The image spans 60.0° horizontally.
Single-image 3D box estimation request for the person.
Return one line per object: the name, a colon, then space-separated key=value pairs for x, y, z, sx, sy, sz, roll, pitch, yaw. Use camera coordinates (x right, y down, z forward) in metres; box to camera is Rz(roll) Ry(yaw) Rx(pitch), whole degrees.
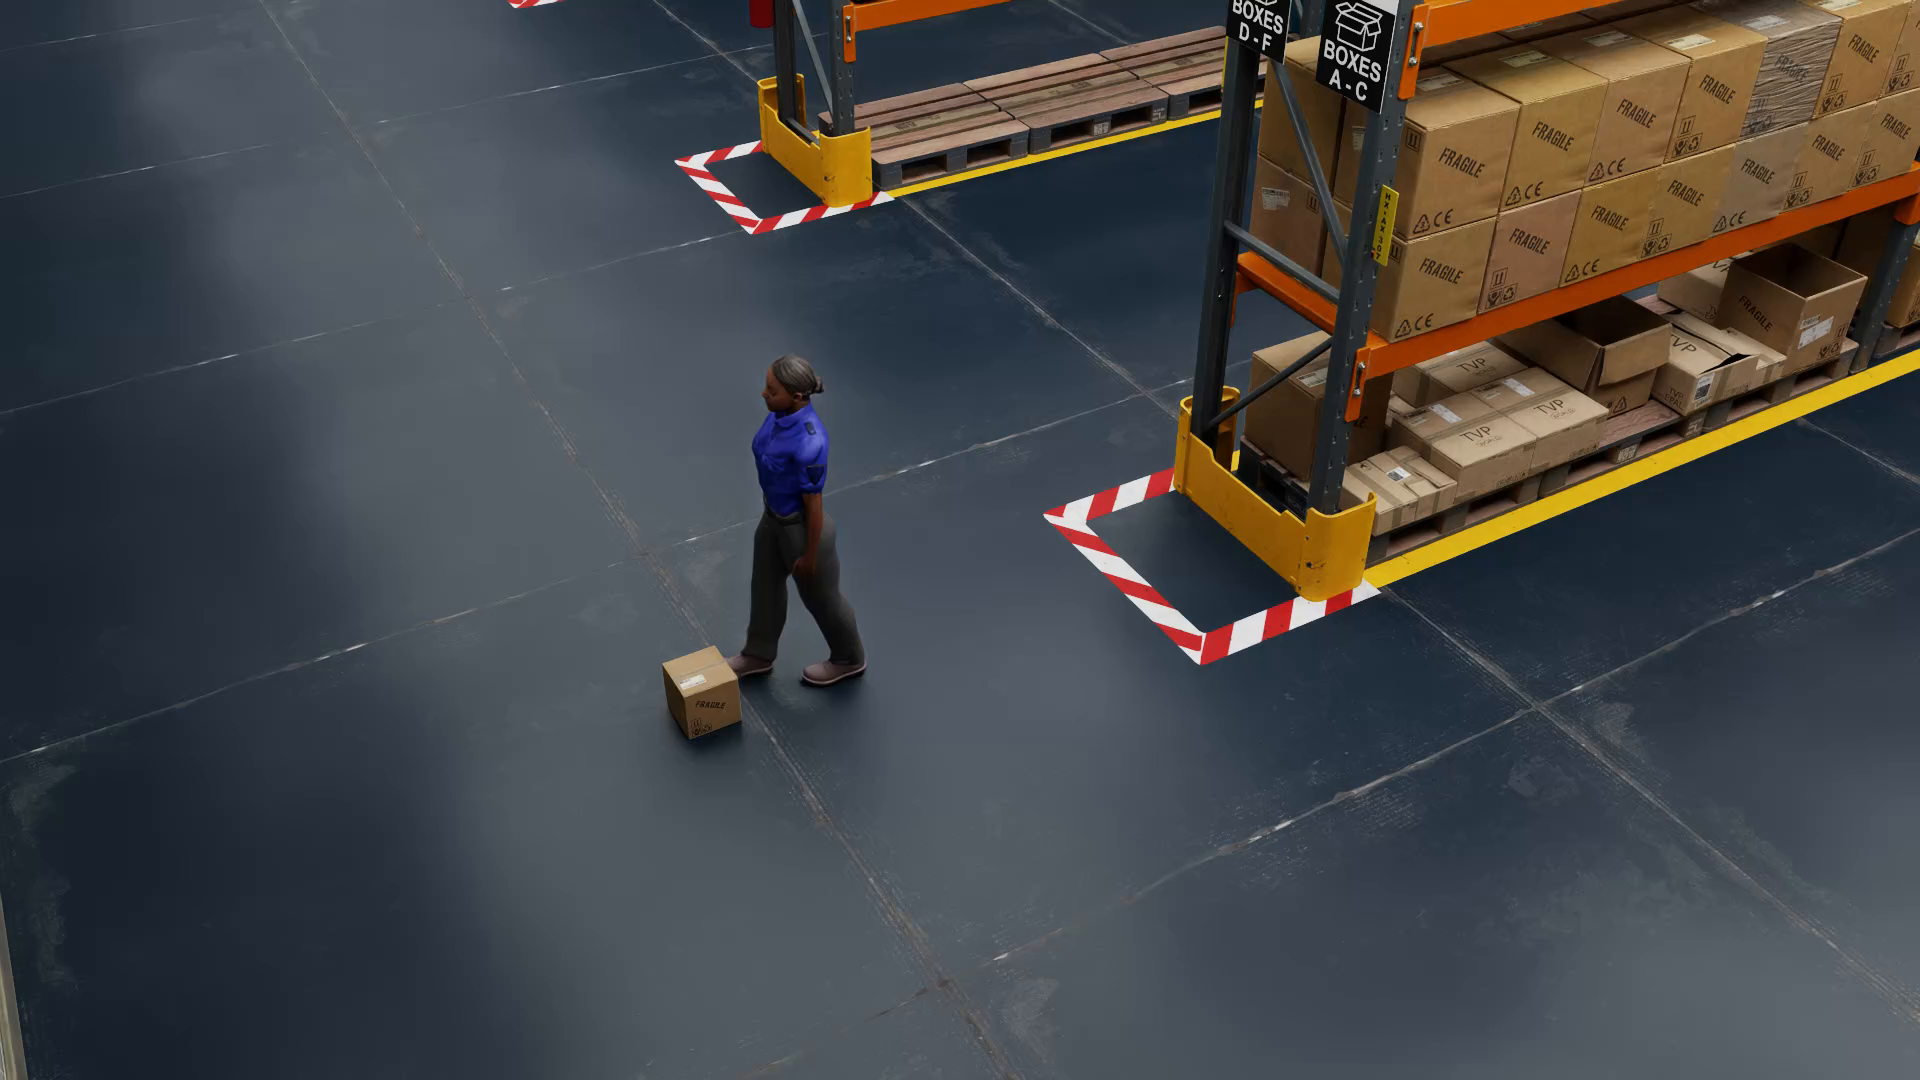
person: x=-0.763 y=-0.037 z=6.972 sx=0.672 sy=1.646 sz=0.450 roll=-15 pitch=39 yaw=-19
